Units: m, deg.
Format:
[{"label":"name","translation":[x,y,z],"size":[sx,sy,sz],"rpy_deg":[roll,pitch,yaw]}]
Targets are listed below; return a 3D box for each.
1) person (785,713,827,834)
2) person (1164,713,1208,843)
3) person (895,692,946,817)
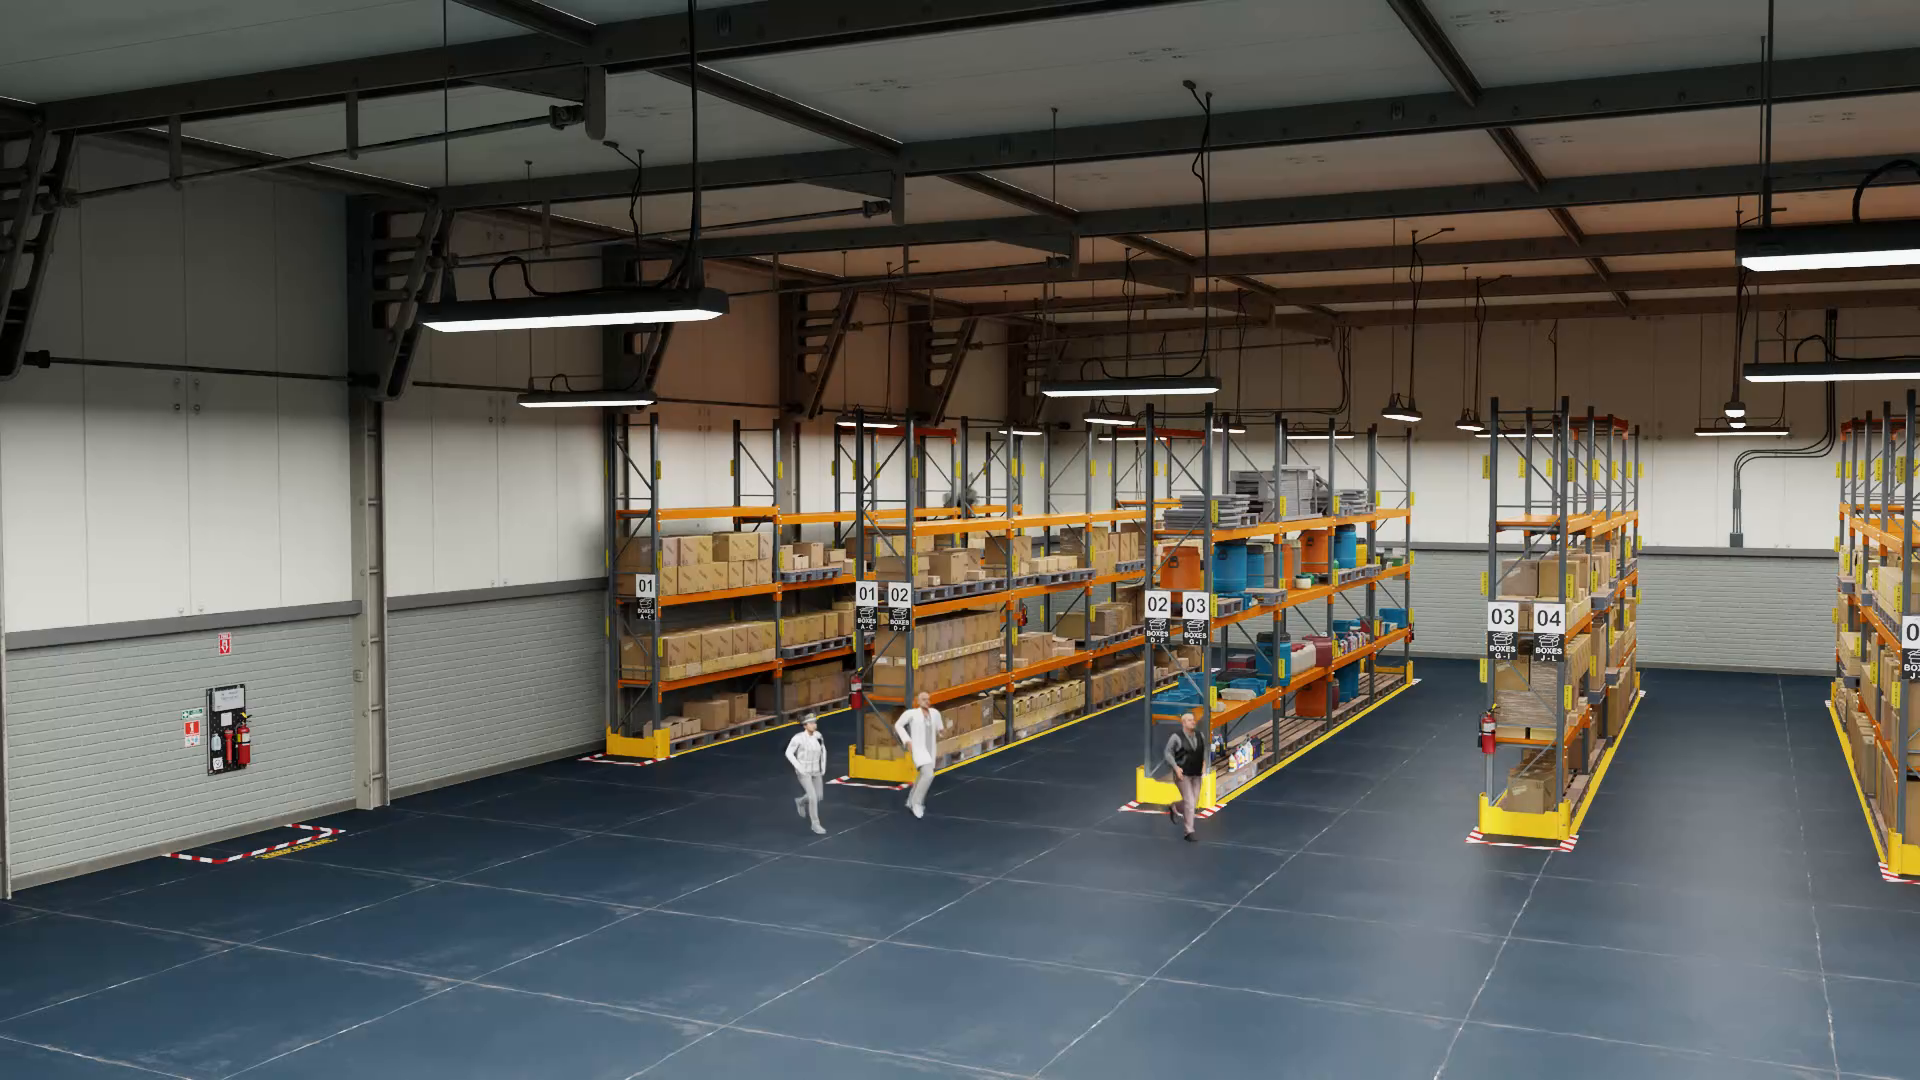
[{"label":"person","translation":[-2.112,3.214,23.061],"size":[0.642,1.668,0.612],"rpy_deg":[-2,3,-37]},{"label":"person","translation":[3.073,3.199,22.652],"size":[0.668,1.712,0.793],"rpy_deg":[-1,3,-25]},{"label":"person","translation":[-0.511,3.116,24.157],"size":[0.670,1.820,0.787],"rpy_deg":[-2,3,-38]}]
